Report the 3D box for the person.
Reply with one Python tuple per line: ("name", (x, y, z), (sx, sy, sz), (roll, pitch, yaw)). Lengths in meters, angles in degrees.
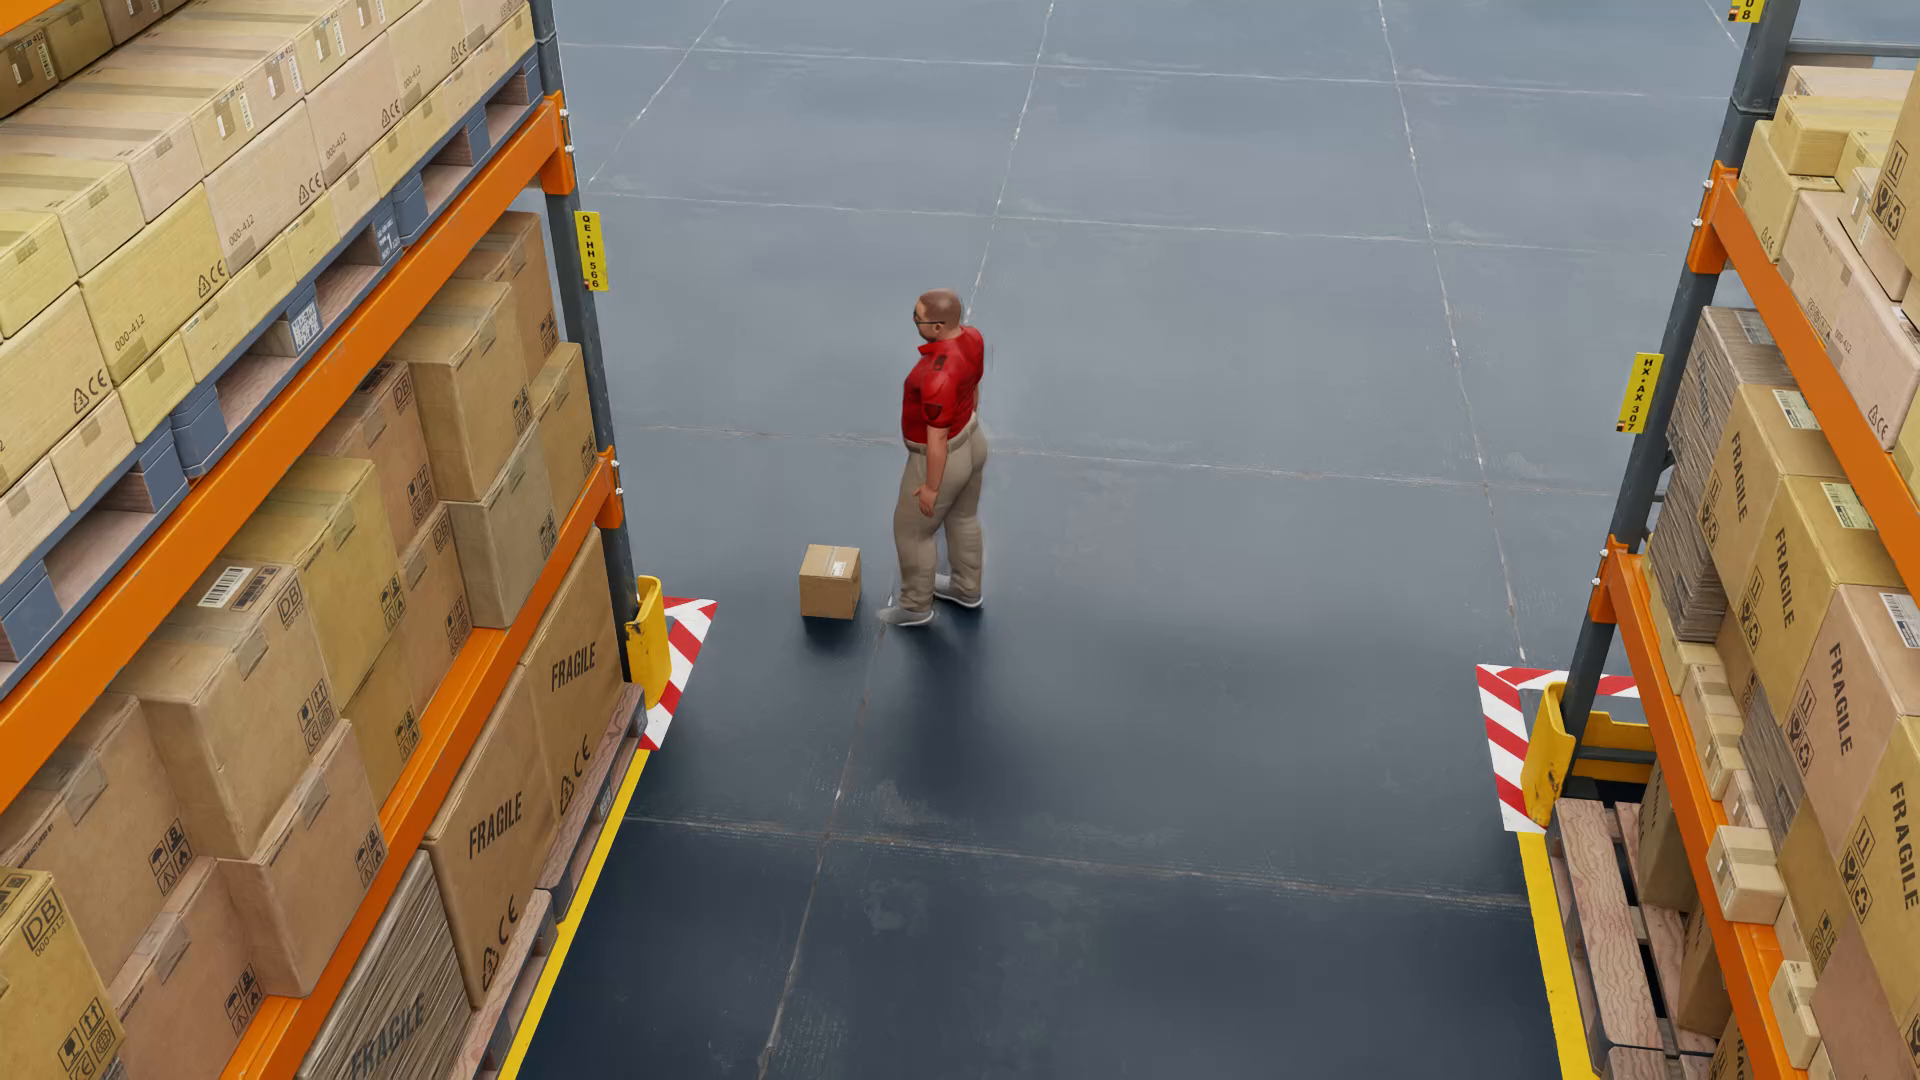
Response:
("person", (-0.136, -0.289, 7.659), (0.474, 1.588, 0.533), (15, 39, 20))
